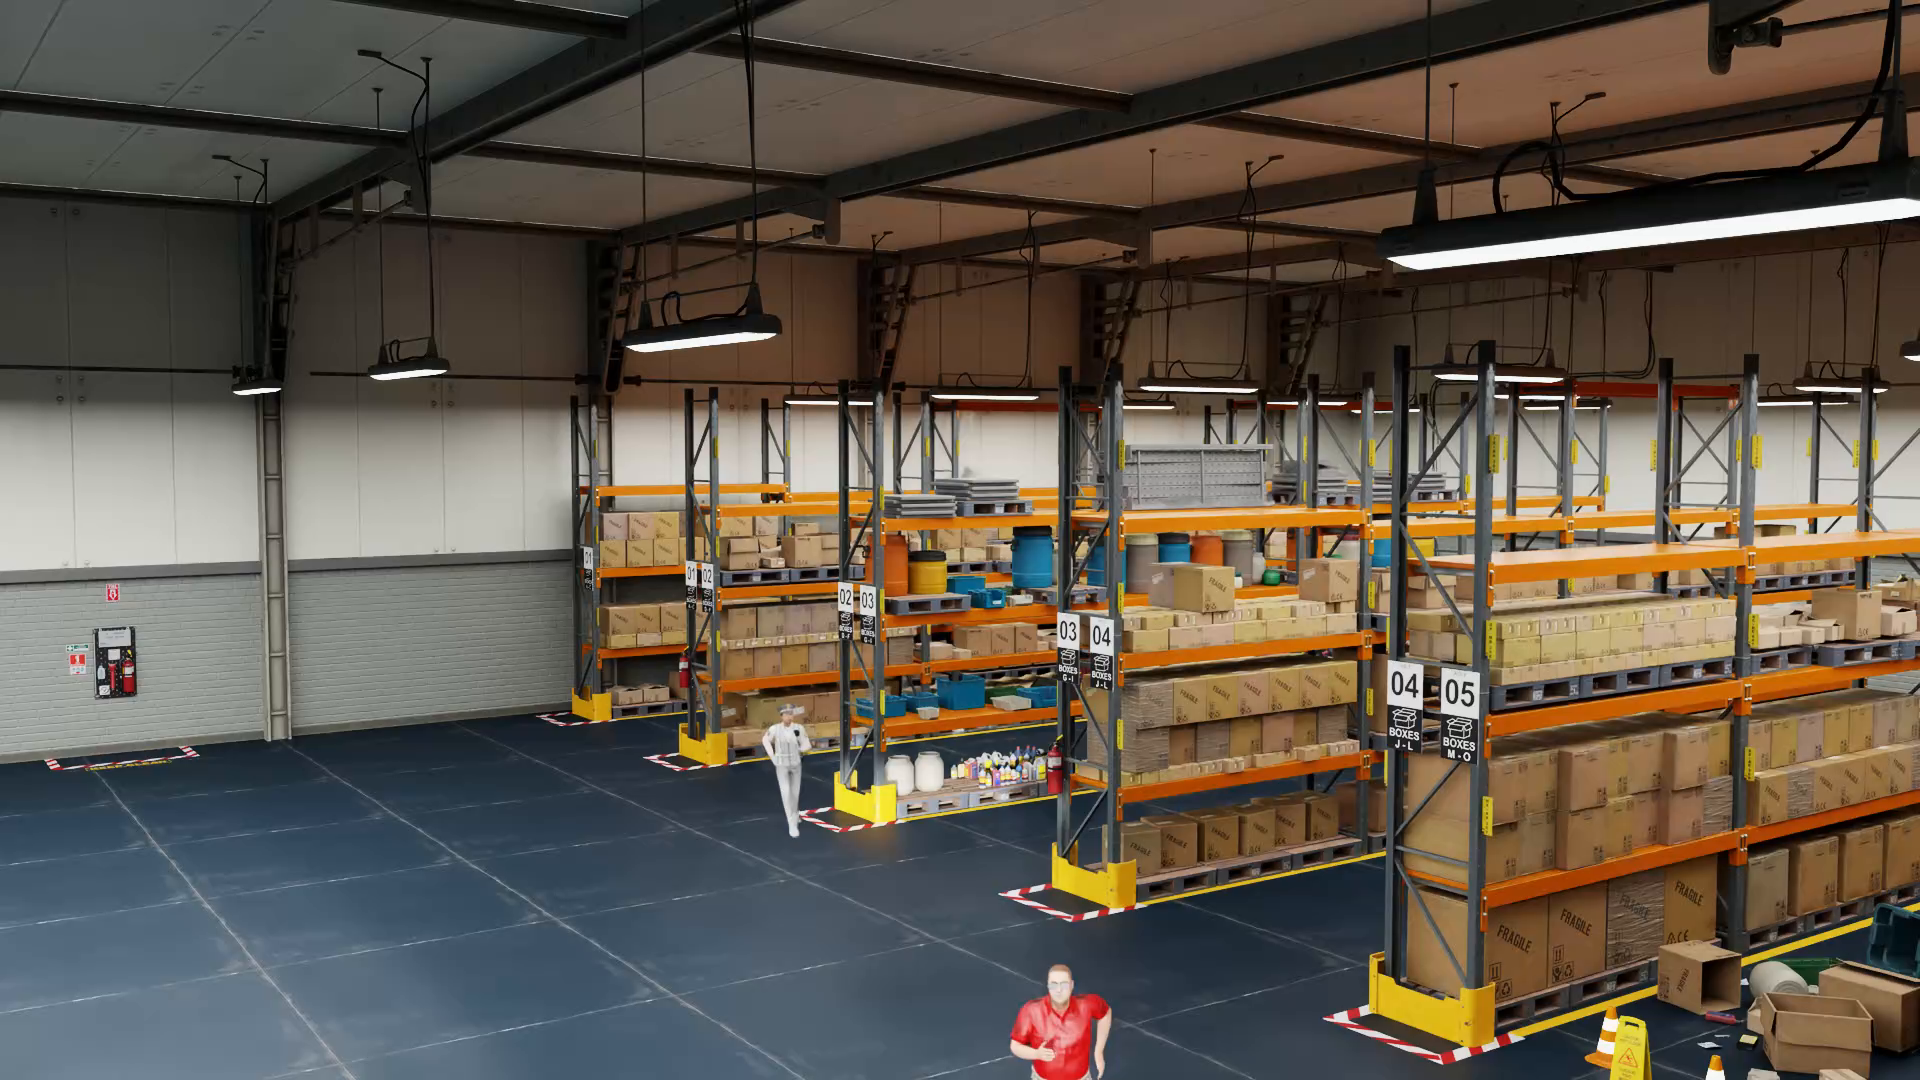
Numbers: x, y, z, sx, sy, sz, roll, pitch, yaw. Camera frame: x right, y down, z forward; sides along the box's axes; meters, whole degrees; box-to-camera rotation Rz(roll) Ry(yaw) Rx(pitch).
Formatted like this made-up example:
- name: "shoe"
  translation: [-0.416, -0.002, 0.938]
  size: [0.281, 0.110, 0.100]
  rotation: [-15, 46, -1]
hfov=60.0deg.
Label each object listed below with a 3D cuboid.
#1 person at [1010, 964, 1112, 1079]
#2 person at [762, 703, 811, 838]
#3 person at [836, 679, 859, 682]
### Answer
- name: "person"
  translation: [0.668, 3.664, 10.984]
  size: [0.643, 1.817, 0.884]
  rotation: [1, 3, 9]
- name: "person"
  translation: [-2.269, 2.994, 21.911]
  size: [0.603, 1.731, 0.746]
  rotation: [-1, 4, -18]
- name: "person"
  translation: [-2.012, 2.454, 30.451]
  size: [0.755, 1.772, 0.665]
  rotation: [-3, 4, -40]
